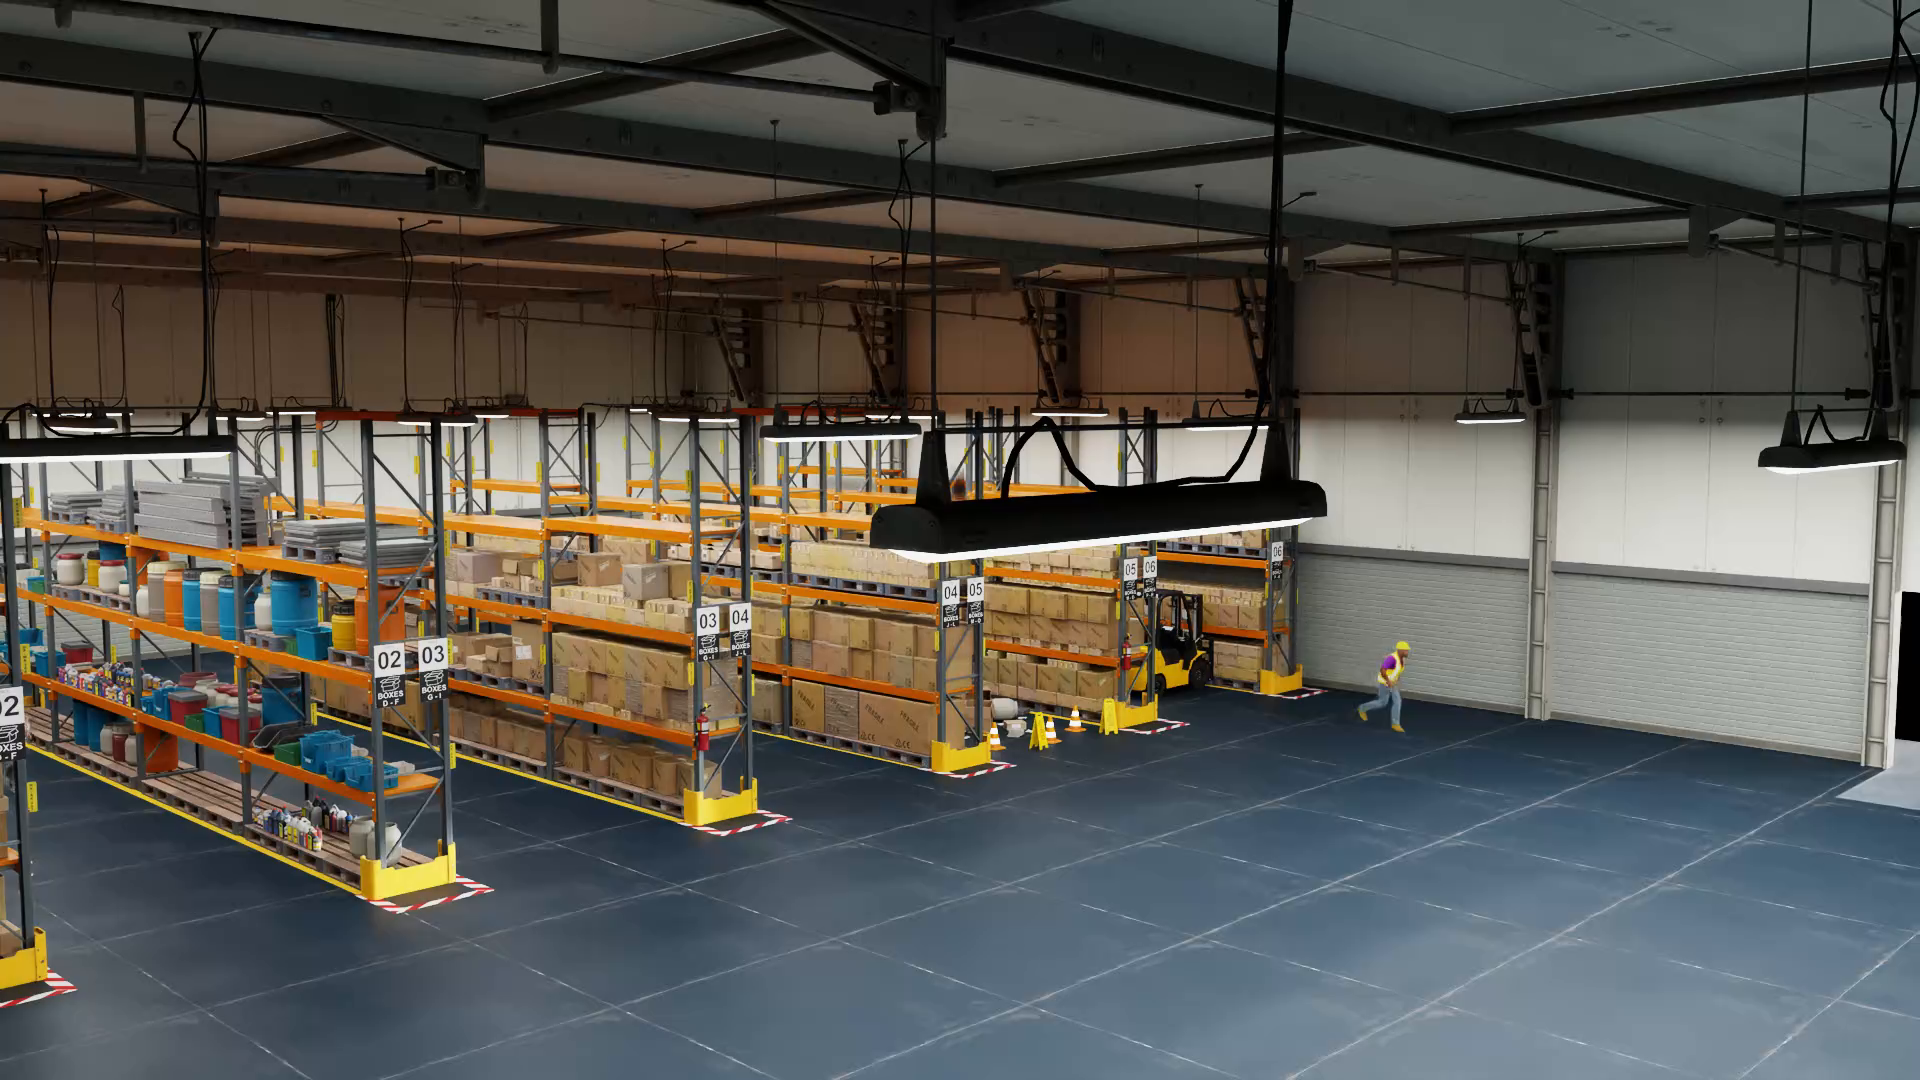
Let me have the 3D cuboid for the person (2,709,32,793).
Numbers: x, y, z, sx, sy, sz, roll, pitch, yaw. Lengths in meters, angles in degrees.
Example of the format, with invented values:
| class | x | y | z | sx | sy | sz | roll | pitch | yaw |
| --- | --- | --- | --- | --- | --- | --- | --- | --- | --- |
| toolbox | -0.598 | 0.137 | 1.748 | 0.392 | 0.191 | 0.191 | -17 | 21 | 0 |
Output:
| class | x | y | z | sx | sy | sz | roll | pitch | yaw |
| --- | --- | --- | --- | --- | --- | --- | --- | --- | --- |
| person | -14.946 | 3.225 | 26.300 | 0.528 | 1.554 | 0.517 | 4 | 6 | 38 |

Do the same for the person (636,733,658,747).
| class | x | y | z | sx | sy | sz | roll | pitch | yaw |
| --- | --- | --- | --- | --- | --- | --- | --- | --- | --- |
| person | -5.650 | 2.787 | 30.055 | 0.800 | 1.844 | 0.633 | 5 | 7 | 45 |

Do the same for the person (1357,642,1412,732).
| class | x | y | z | sx | sy | sz | roll | pitch | yaw |
| --- | --- | --- | --- | --- | --- | --- | --- | --- | --- |
| person | 7.997 | 2.735 | 31.337 | 1.018 | 1.713 | 0.719 | 3 | 6 | 32 |
